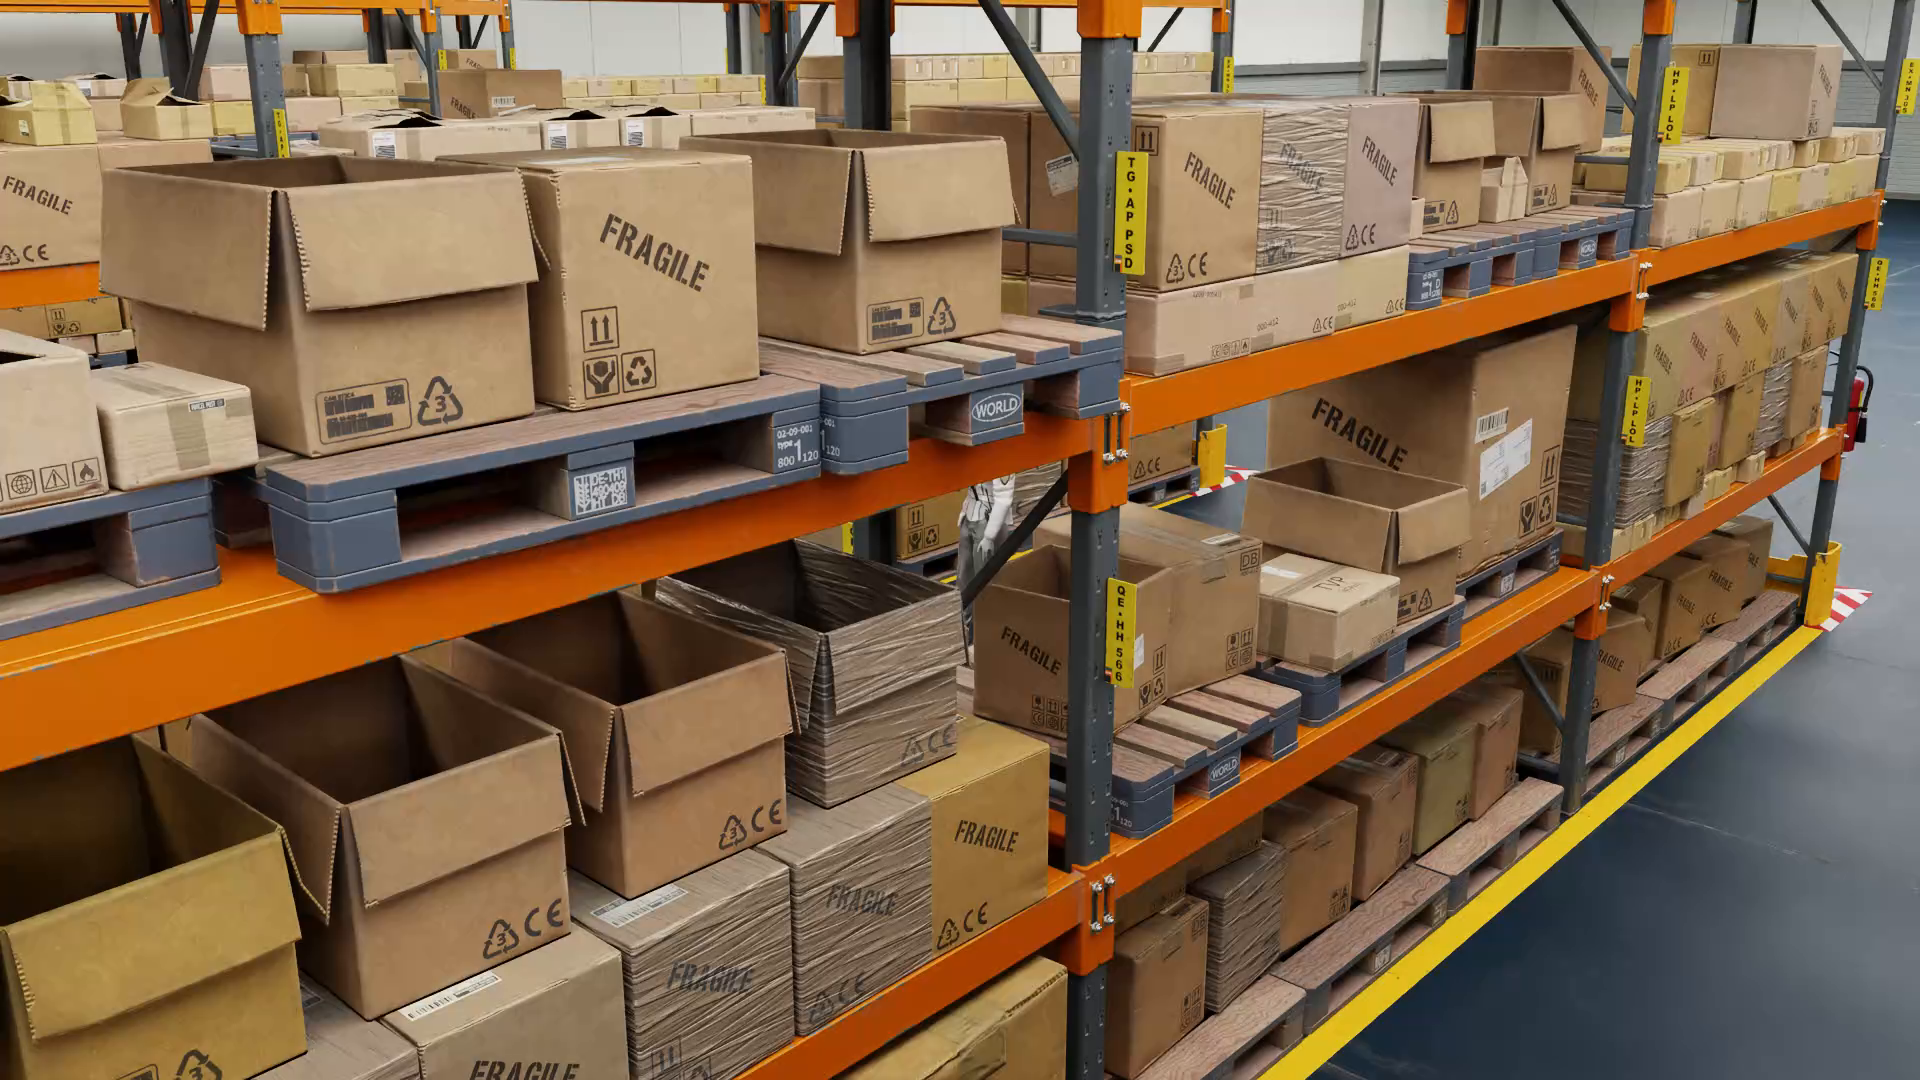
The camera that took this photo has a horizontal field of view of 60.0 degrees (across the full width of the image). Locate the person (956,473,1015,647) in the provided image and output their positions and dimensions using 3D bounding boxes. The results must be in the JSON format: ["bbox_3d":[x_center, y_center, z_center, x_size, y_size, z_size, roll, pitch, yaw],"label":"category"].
[{"bbox_3d":[0.087,-0.083,10.228,0.530,1.694,0.587,-5,18,-15],"label":"person"}]
